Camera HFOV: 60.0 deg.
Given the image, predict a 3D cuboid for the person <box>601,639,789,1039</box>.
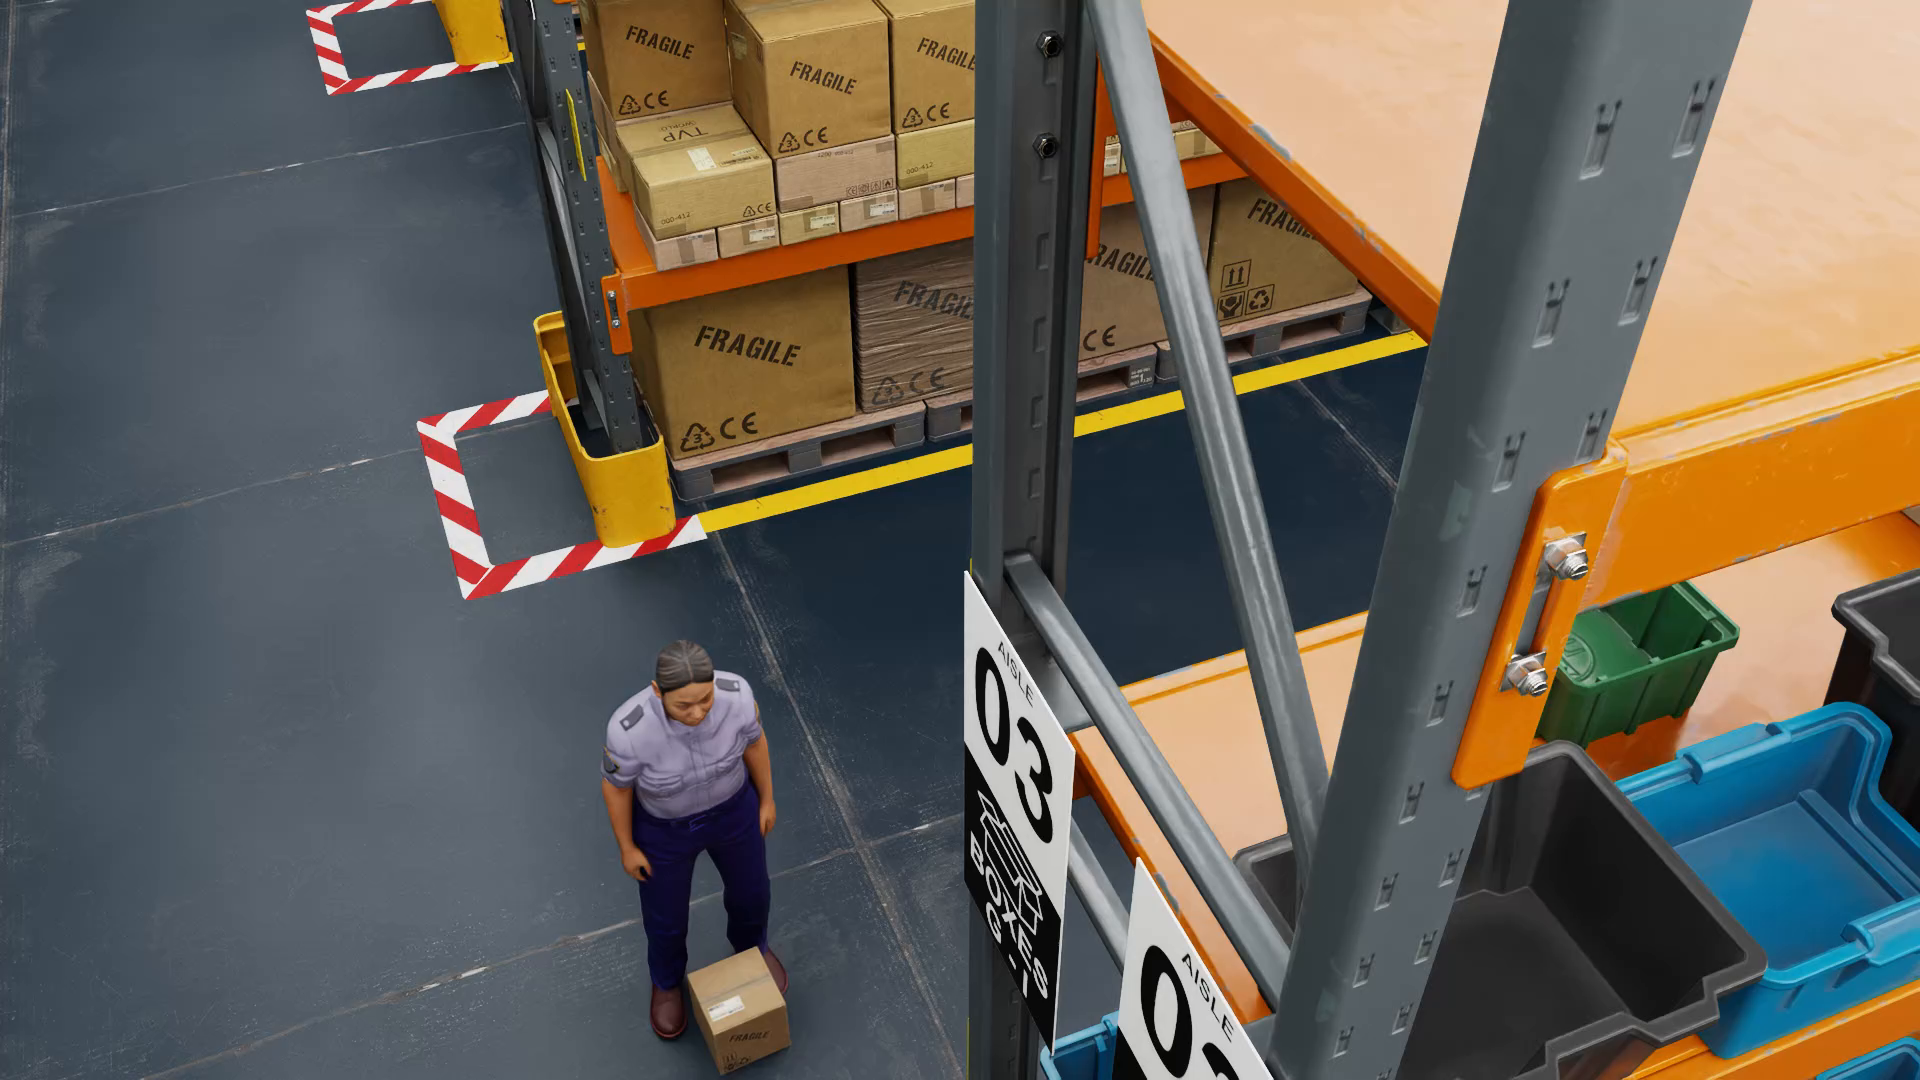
[{"bbox_3d":[-0.828,0.887,5.184,0.545,1.647,0.372,-17,45,-18],"label":"person"}]
